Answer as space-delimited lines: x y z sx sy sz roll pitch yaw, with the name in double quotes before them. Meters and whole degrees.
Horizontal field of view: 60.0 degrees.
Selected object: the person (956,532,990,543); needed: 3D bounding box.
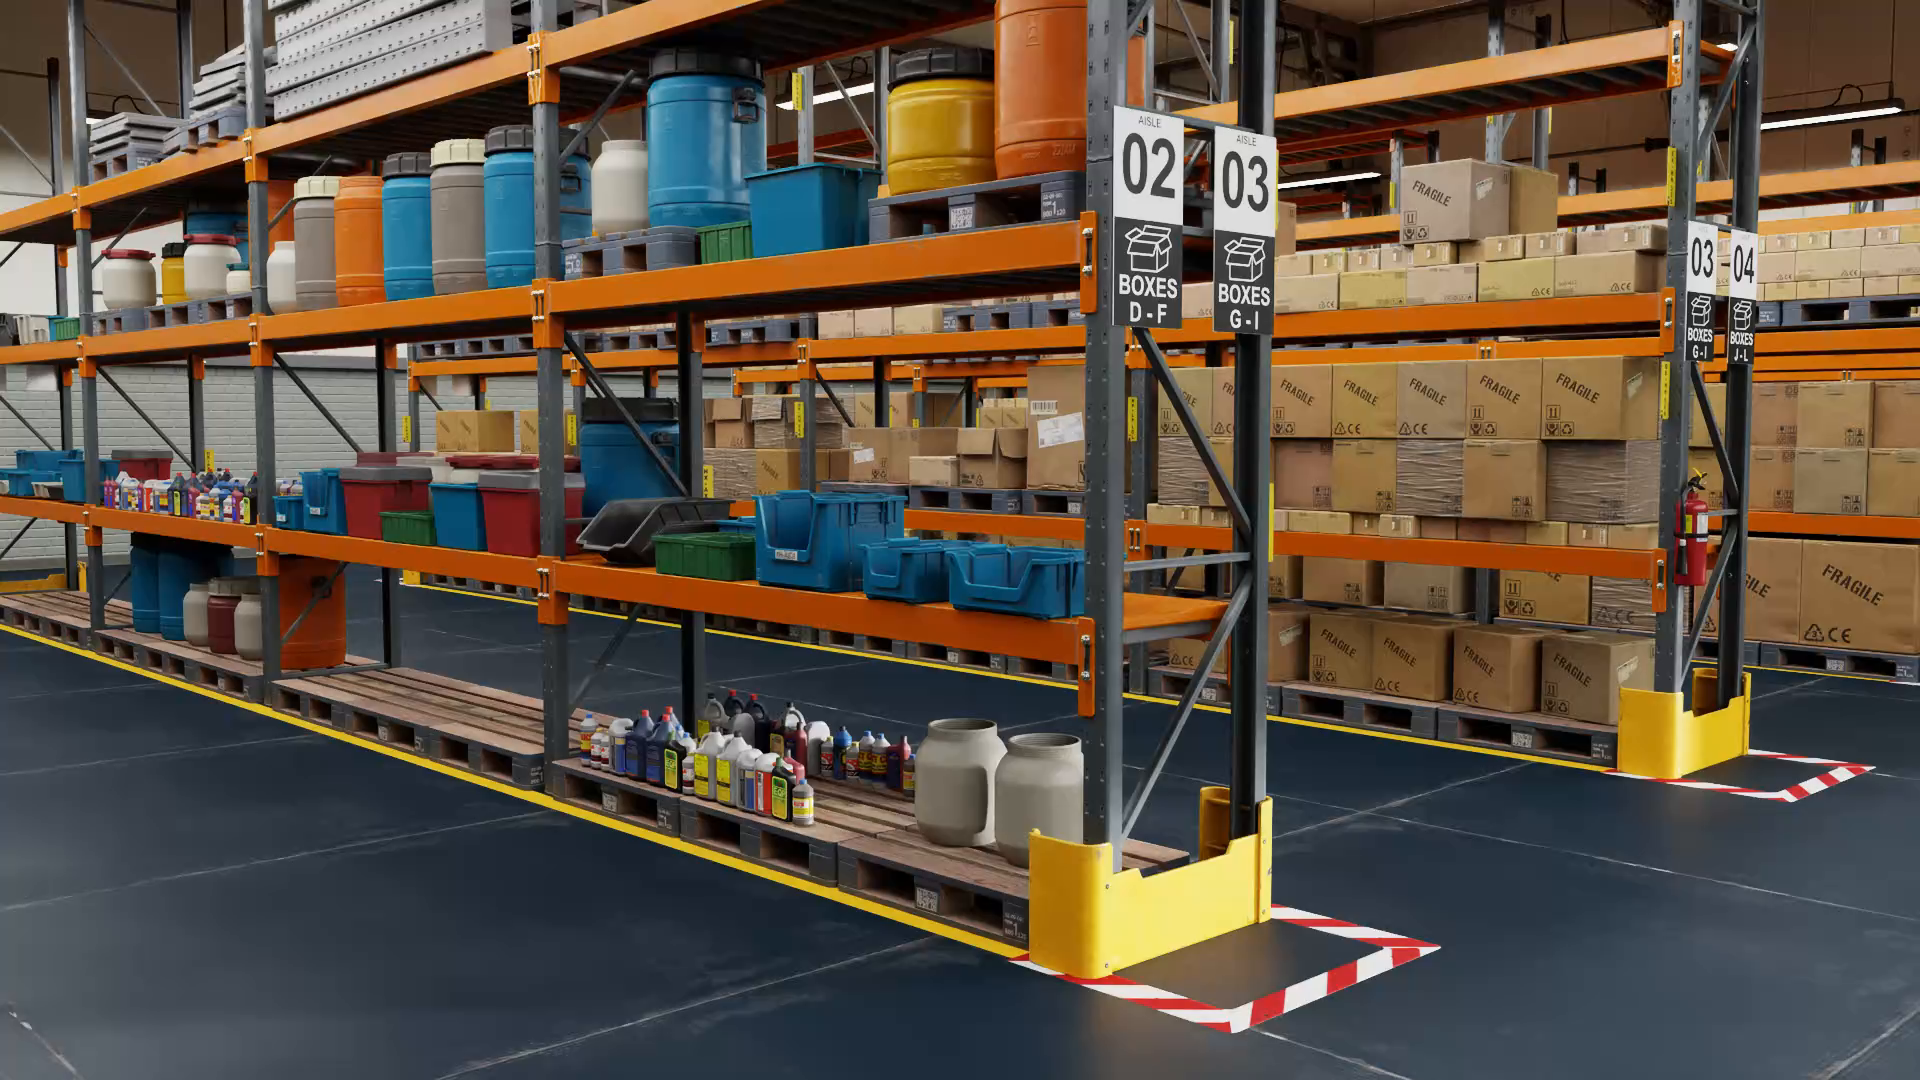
"person" 0.137 0.014 17.560 0.354 1.626 0.450 -4 5 -42
